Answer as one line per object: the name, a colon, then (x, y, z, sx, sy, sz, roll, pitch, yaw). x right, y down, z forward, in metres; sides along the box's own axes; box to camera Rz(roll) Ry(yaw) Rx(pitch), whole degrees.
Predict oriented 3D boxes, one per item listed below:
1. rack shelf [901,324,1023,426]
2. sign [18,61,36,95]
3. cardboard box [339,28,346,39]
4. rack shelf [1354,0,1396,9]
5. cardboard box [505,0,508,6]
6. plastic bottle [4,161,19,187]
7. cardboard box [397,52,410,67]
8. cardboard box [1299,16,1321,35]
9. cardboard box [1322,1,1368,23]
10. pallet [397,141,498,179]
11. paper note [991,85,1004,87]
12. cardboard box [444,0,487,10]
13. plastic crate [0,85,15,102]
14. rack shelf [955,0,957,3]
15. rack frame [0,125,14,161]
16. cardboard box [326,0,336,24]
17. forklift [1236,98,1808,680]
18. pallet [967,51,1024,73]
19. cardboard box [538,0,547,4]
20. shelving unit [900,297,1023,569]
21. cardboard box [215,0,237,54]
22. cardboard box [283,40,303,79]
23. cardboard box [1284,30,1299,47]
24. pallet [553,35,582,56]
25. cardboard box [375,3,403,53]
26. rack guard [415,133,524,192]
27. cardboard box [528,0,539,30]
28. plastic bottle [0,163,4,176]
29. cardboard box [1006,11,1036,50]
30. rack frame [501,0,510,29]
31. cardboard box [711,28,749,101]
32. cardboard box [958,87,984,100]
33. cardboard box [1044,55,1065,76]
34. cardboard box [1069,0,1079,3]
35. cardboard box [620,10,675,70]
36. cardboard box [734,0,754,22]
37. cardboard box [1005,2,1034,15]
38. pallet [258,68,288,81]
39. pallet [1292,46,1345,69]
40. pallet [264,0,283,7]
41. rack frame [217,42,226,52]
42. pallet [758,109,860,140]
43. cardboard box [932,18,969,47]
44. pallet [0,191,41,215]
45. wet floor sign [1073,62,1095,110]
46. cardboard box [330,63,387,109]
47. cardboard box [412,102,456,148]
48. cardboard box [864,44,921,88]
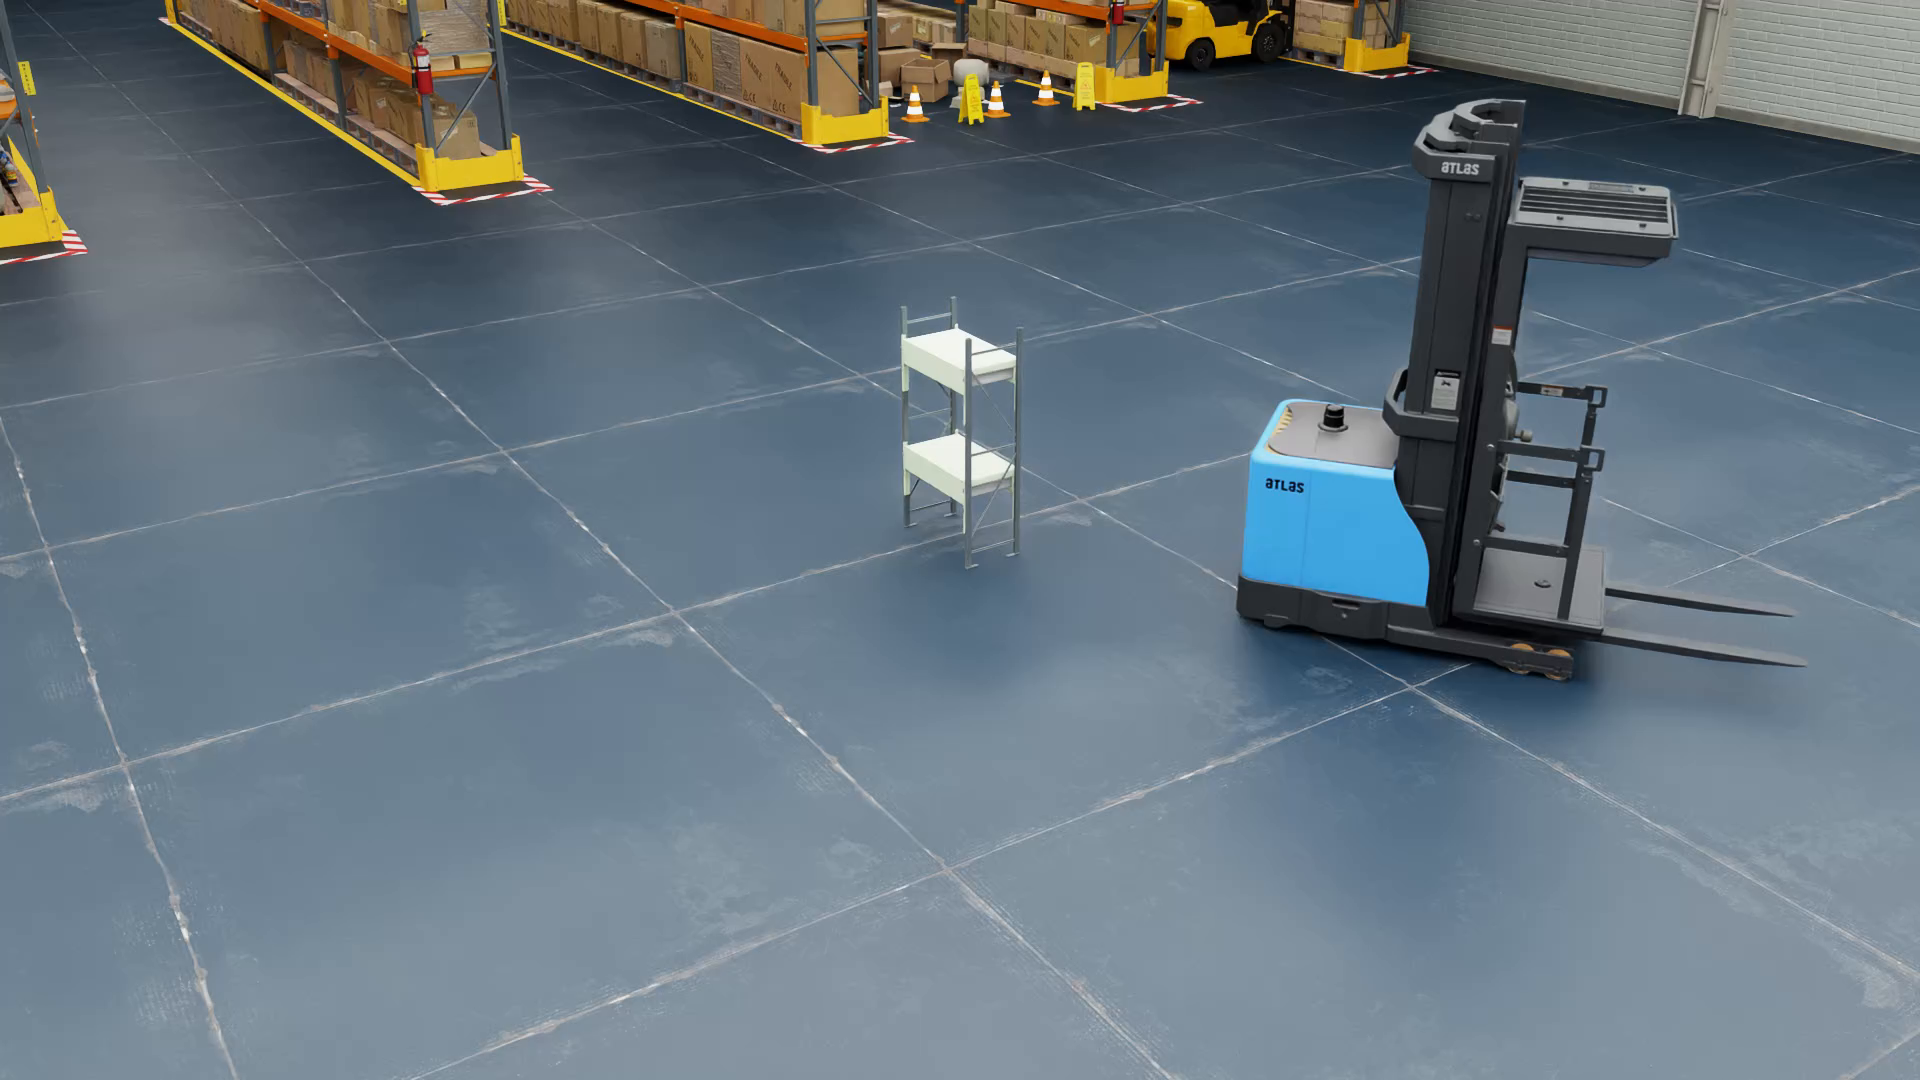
rack shelf: (0.004, -1.029, 10.258, 0.431, 0.370, 0.720, -16, 29, -30)
sign: (-9.420, -4.660, 16.784, 0.100, 0.325, 0.005, -16, 29, -30)
cardboard box: (-7.766, -6.558, 21.421, 0.380, 0.149, 0.250, -16, 29, -30)
rack shelf: (5.635, -9.420, 28.034, 1.077, 0.370, 4.000, -16, 29, -30)
cardboard box: (-8.512, -10.048, 31.021, 0.380, 0.149, 0.250, -15, 29, -29)
plastic bottle: (-10.612, -4.095, 18.591, 0.097, 0.271, 0.097, 0, 25, 0)
cardboard box: (-6.377, -5.670, 19.541, 0.380, 0.149, 0.250, -16, 29, -30)
cardboard box: (5.934, -8.486, 27.356, 0.500, 0.250, 0.500, -16, 30, -30)
cardboard box: (6.214, -8.521, 26.844, 0.500, 0.250, 0.500, -14, 29, -28)
pallet: (-6.189, -4.628, 20.306, 1.003, 0.211, 1.213, -16, 29, -30)
paper note: (0.576, -6.949, 25.433, 0.148, 0.019, 0.142, 18, 31, 33)
cardboard box: (-5.805, -6.455, 19.273, 0.500, 0.500, 0.500, -16, 29, -30)
plastic crate: (-10.102, -4.684, 17.468, 0.298, 0.136, 0.250, -16, 29, -30)
rack shelf: (-0.706, -9.693, 28.612, 1.077, 0.370, 4.000, -16, 29, -30)
rack frame: (-12.067, -5.839, 19.606, 1.000, 3.000, 0.127, -16, 29, -30)
cardboard box: (-7.723, -6.998, 21.594, 0.875, 0.500, 0.500, -16, 29, -30)
forklift: (3.187, -0.813, 9.039, 3.031, 2.935, 1.130, 9, 27, 18)
pallet: (0.782, -7.810, 27.047, 1.003, 0.211, 1.213, -16, 29, -30)
cardboard box: (-7.032, -9.490, 28.896, 0.500, 0.250, 0.500, -15, 29, -28)
shelving unit: (0.004, -0.676, 10.425, 0.431, 1.500, 0.755, -16, 29, -30)
cardboard box: (-11.429, -8.540, 27.324, 1.225, 0.875, 0.875, -17, 30, -31)
cardboard box: (-9.718, -7.258, 25.023, 0.700, 0.500, 0.500, -17, 30, -32)
cardboard box: (5.676, -8.432, 27.828, 0.500, 0.250, 0.500, -15, 29, -29)
pallet: (-6.315, -8.563, 28.641, 1.003, 0.211, 1.213, -16, 29, -30)
cardboard box: (-6.384, -6.097, 19.685, 0.875, 0.500, 0.500, -16, 29, -30)
rack guard: (-5.775, -4.460, 19.611, 1.175, 0.500, 0.348, -16, 29, -30)
cardboard box: (-7.305, -9.335, 29.447, 0.500, 0.500, 0.500, -15, 29, -29)
plastic bottle: (-10.908, -4.257, 19.017, 0.097, 0.201, 0.097, 0, 25, 0)
cardboard box: (1.066, -7.940, 25.906, 0.500, 0.500, 0.500, -14, 29, -27)
rack frame: (-8.073, -10.975, 30.484, 1.000, 3.000, 0.127, -16, 29, -30)
cardboard box: (-2.926, -6.780, 23.594, 0.875, 0.875, 0.875, -15, 29, -29)
cardboard box: (0.162, -6.581, 24.516, 0.380, 0.149, 0.250, -1, 25, -3)
cardboard box: (1.627, -7.232, 25.286, 0.500, 0.250, 0.500, -15, 29, -29)
cardboard box: (1.833, -8.004, 24.486, 0.380, 0.149, 0.250, -16, 30, -30)
cardboard box: (-4.644, -7.833, 25.972, 1.050, 0.750, 0.750, -16, 29, -30)
cardboard box: (-2.606, -7.474, 22.892, 0.875, 0.550, 0.500, -16, 29, -30)
cardboard box: (0.932, -8.270, 25.846, 0.380, 0.149, 0.250, -14, 29, -27)
pallet: (-10.468, -7.463, 26.311, 1.003, 0.211, 1.213, -16, 29, -30)
pallet: (6.274, -8.033, 27.519, 1.003, 0.211, 1.213, -16, 29, -30)
pallet: (-9.622, -8.107, 24.635, 1.213, 0.211, 1.003, -16, 29, -30)
rack frame: (-12.284, -9.855, 28.112, 1.000, 3.000, 0.127, -16, 29, -30)
pallet: (-2.024, -5.689, 22.555, 1.003, 0.211, 1.213, -16, 29, -30)
cardboard box: (0.098, -8.492, 27.810, 0.950, 0.372, 0.625, -15, 29, -29)
pallet: (-10.403, -3.456, 17.823, 1.003, 0.211, 1.213, -16, 29, -30)
wet floor sign: (1.777, -6.490, 23.743, 0.267, 0.644, 0.232, -6, 26, -12)
cardboard box: (-8.234, -6.287, 22.966, 0.700, 0.500, 0.500, -18, 31, -33)
cardboard box: (-6.415, -5.055, 20.381, 0.500, 0.500, 0.500, -8, 26, -16)
cardboard box: (-1.028, -7.176, 25.202, 0.797, 0.637, 0.503, -16, 29, -30)
